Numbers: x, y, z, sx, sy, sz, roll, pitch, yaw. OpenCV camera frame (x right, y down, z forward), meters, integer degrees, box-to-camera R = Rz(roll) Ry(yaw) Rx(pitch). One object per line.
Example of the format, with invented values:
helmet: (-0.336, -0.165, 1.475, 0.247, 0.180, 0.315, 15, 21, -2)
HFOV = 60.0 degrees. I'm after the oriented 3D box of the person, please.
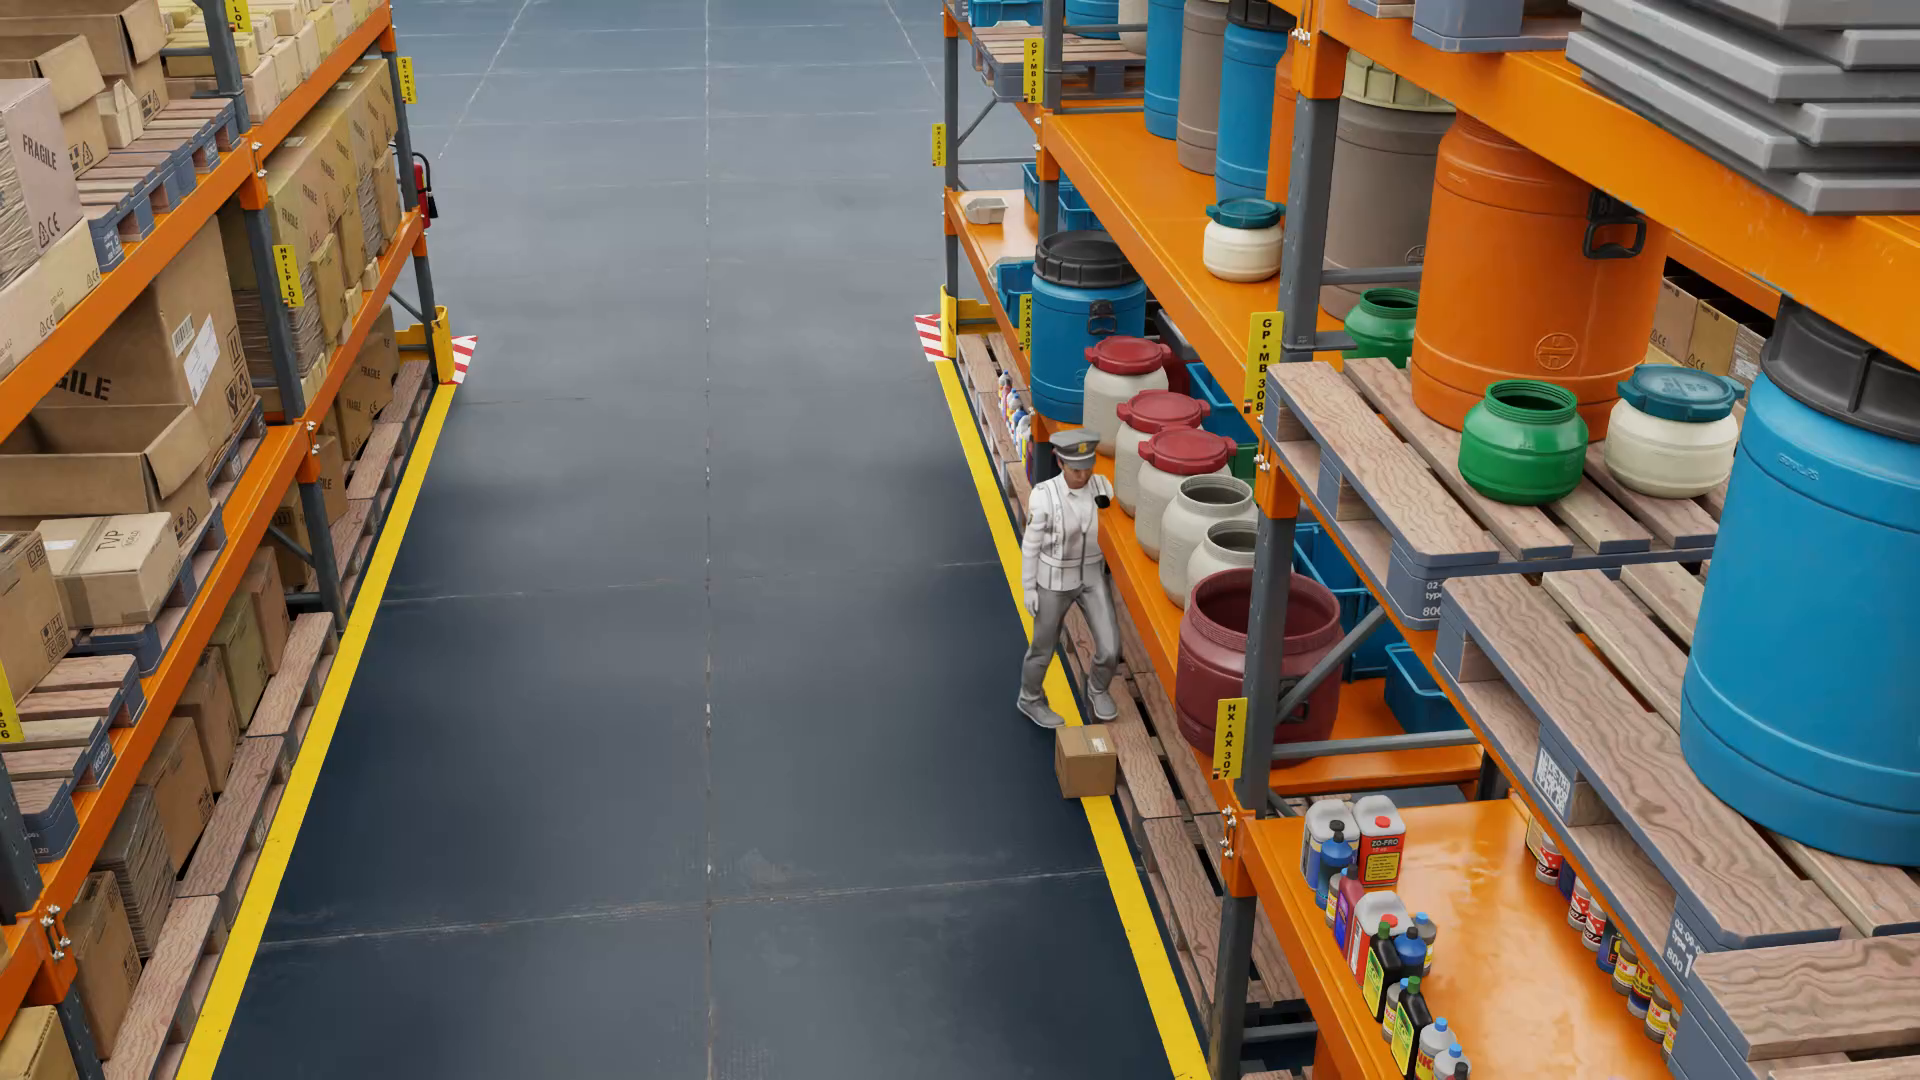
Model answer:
person: (0.582, 0.255, 8.125, 0.504, 1.685, 0.623, -9, 29, -17)
